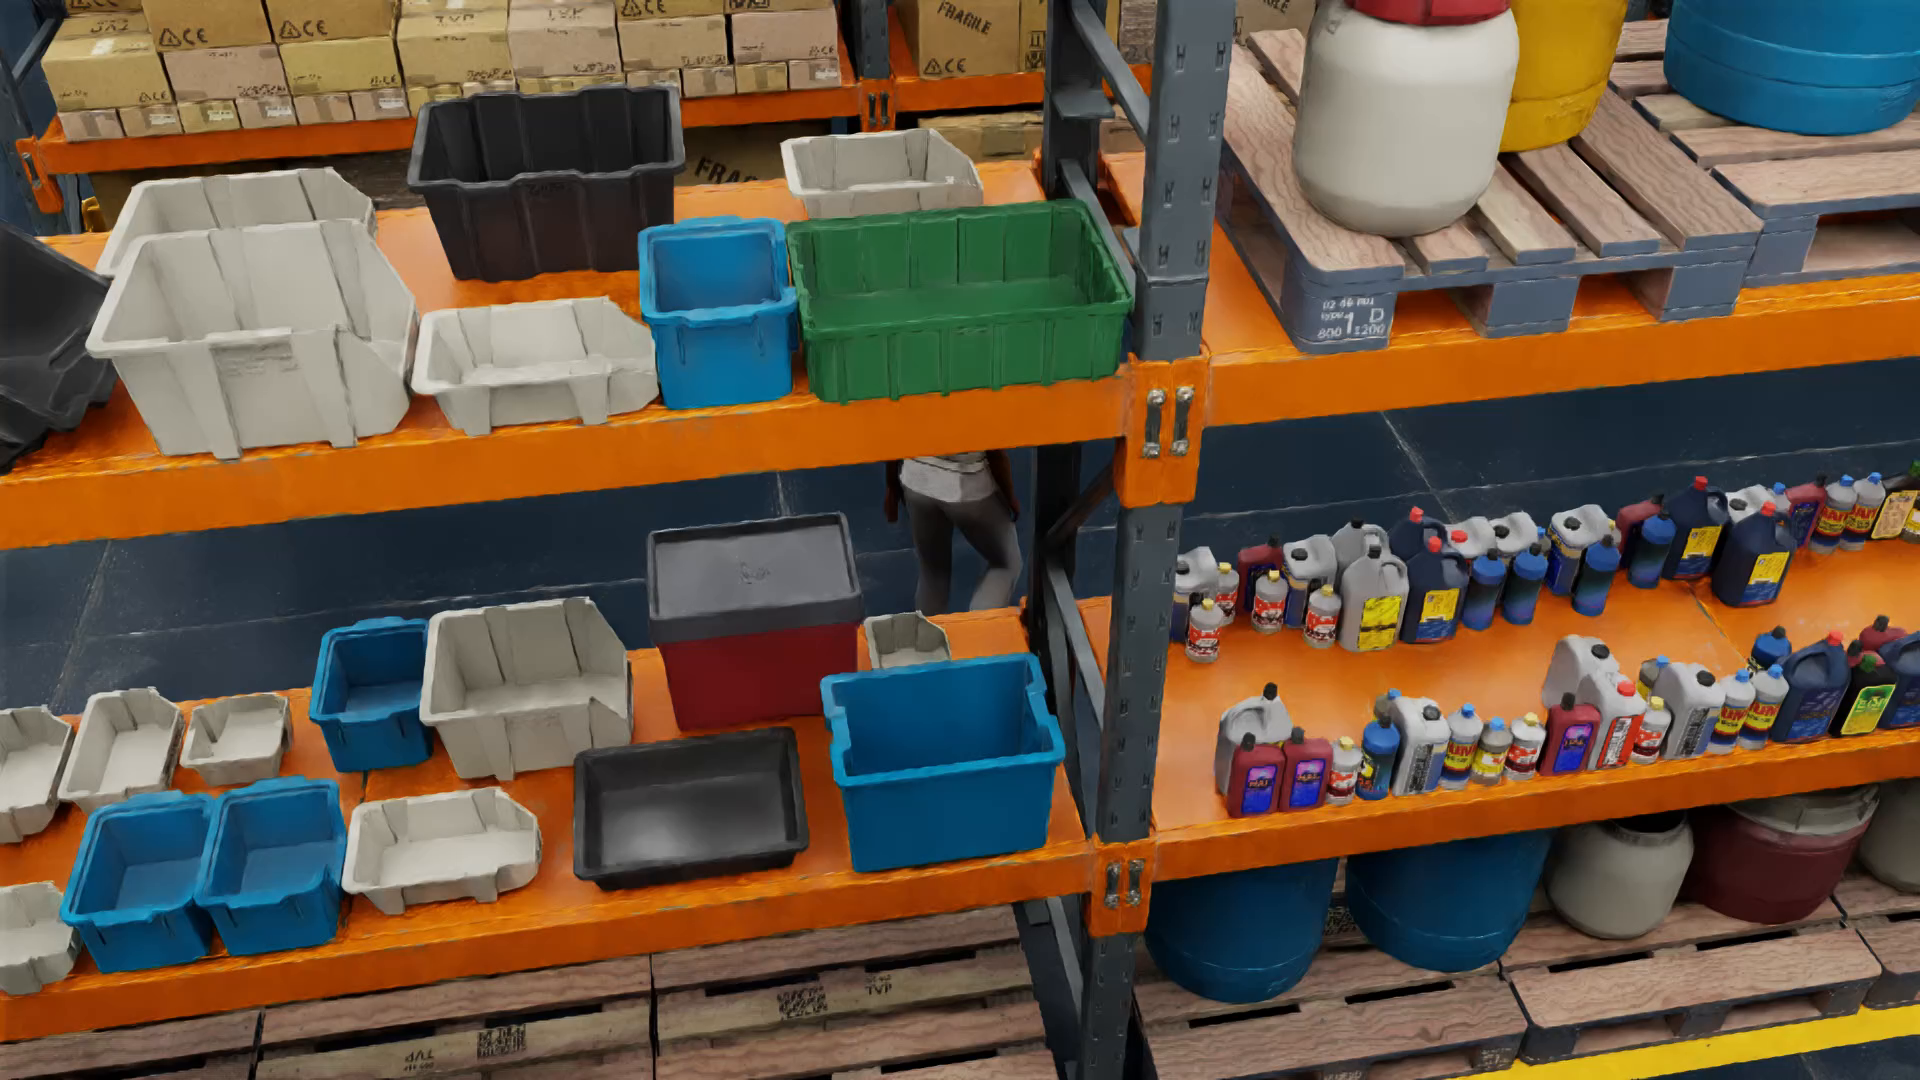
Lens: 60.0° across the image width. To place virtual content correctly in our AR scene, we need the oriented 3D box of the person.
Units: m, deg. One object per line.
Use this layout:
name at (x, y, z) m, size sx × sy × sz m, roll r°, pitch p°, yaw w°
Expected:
person at (0.005, -0.146, 6.312) m, size 0.637 × 1.651 × 0.450 m, roll 17°, pitch 42°, yaw 20°
